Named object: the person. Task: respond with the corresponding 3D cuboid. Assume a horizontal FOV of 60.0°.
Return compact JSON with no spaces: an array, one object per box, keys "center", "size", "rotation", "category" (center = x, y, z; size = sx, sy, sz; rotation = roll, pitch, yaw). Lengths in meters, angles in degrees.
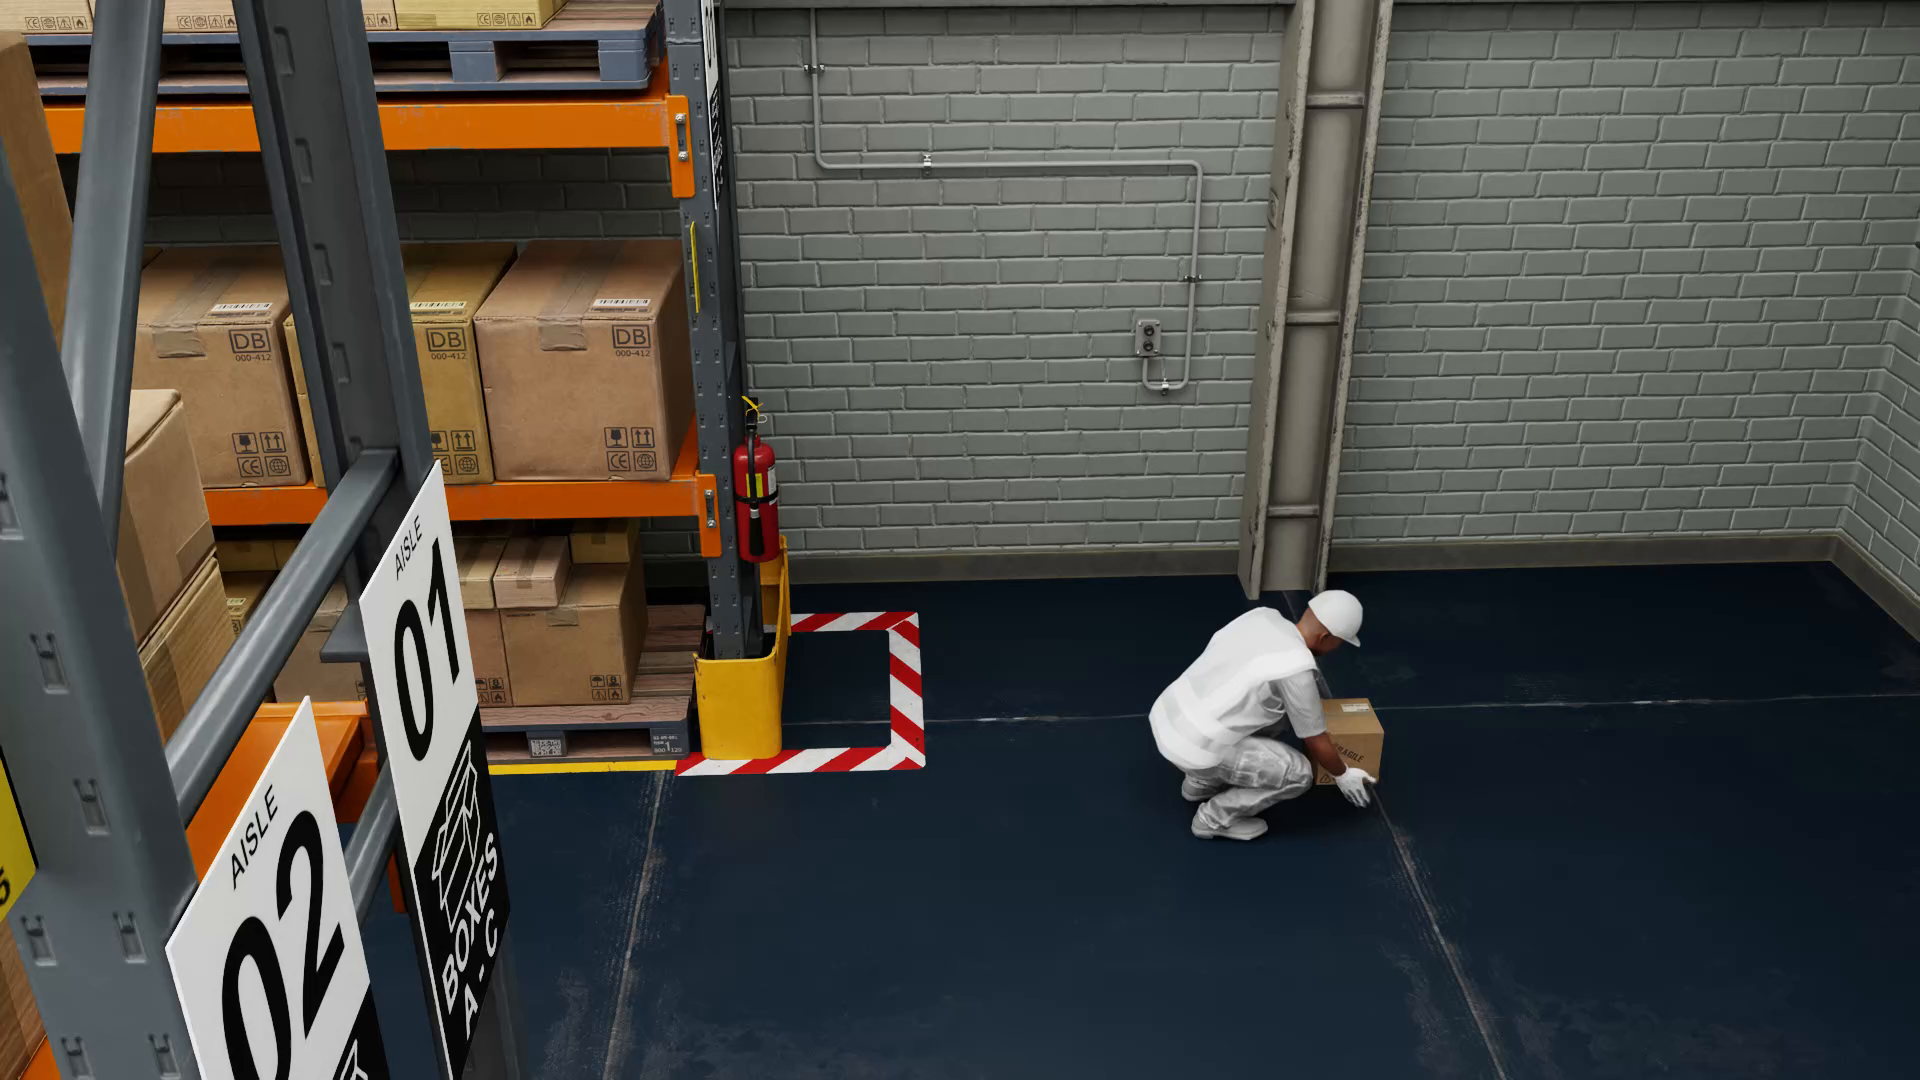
[{"center":[1.217,0.673,6.663],"size":[0.898,0.996,0.566],"rotation":[-2,27,-3],"category":"person"}]
